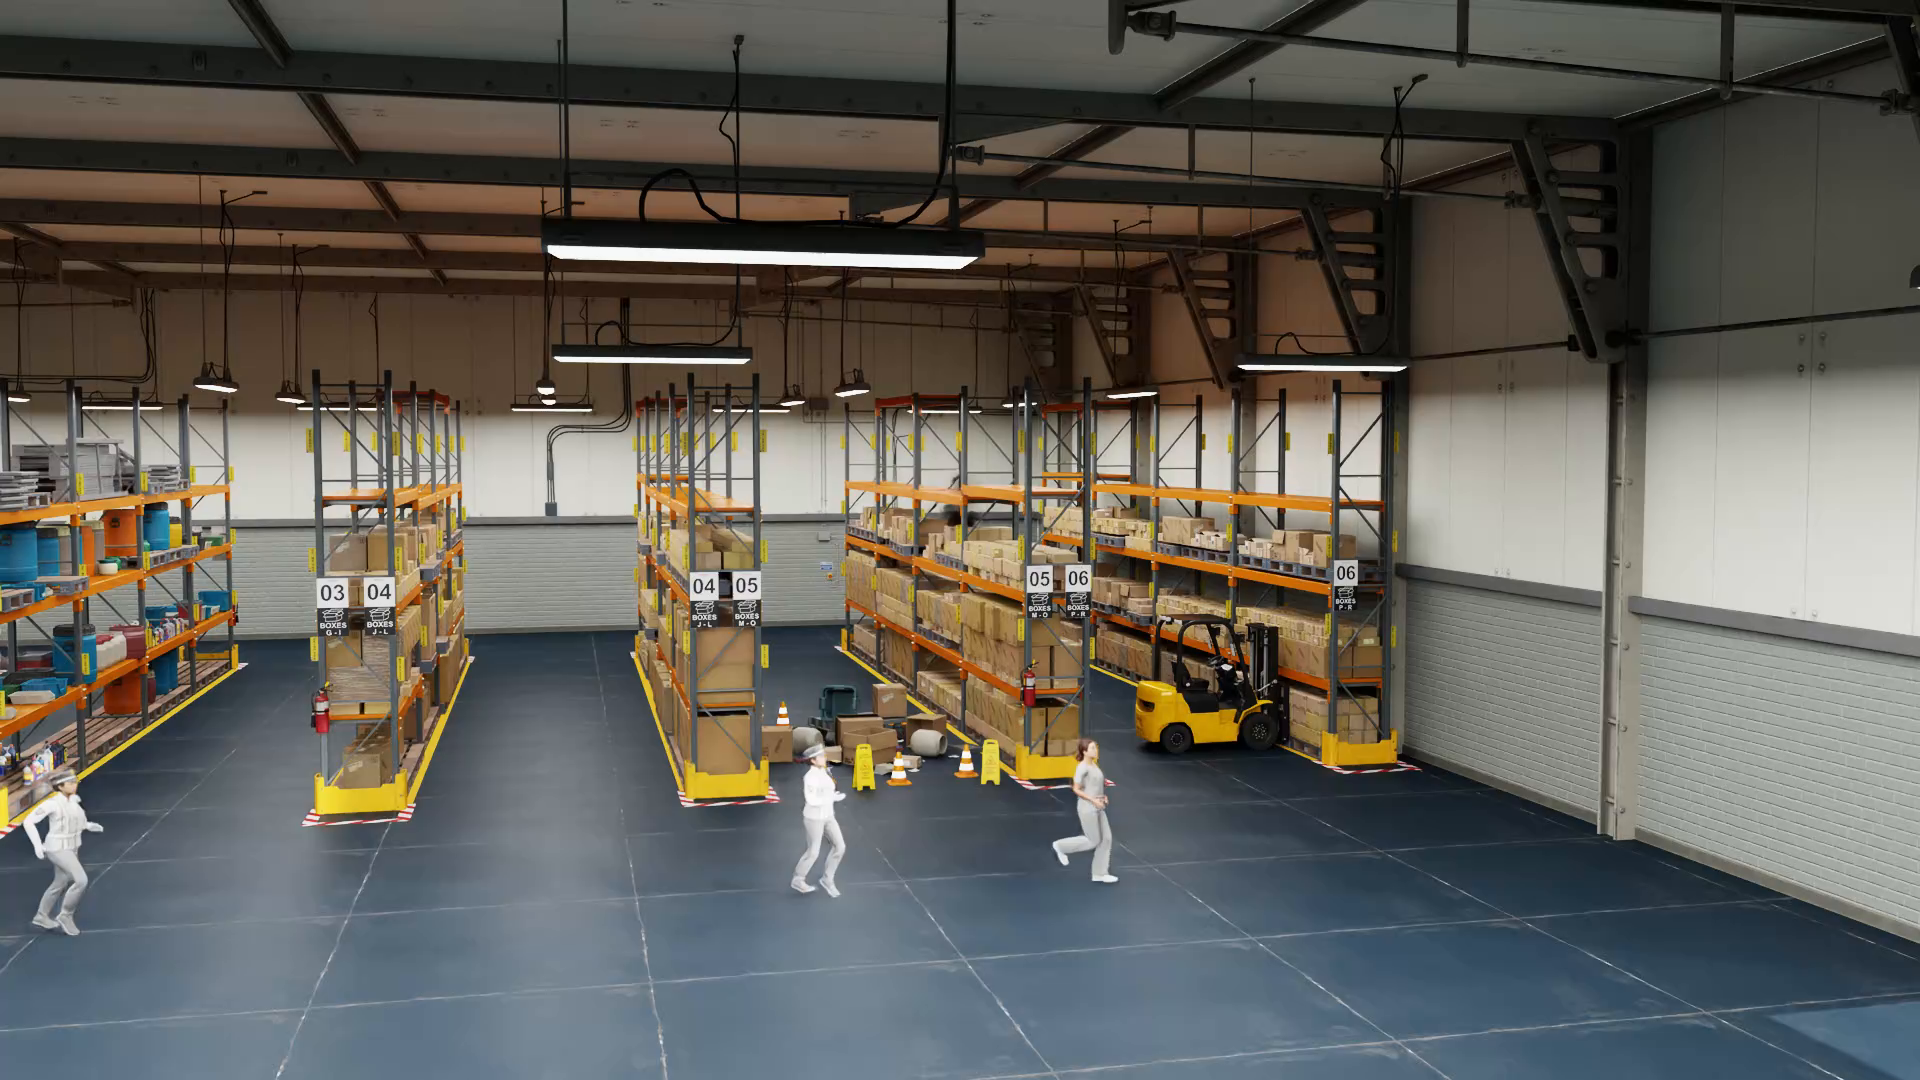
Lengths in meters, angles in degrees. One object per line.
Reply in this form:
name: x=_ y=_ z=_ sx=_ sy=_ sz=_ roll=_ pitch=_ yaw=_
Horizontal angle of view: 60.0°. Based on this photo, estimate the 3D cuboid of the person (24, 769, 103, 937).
person: x=-9.118 y=3.182 z=16.958 sx=0.771 sy=1.714 sz=0.572 roll=0 pitch=3 yaw=3

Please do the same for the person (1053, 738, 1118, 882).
person: x=1.462 y=3.084 z=19.068 sx=0.776 sy=1.637 sz=0.565 roll=2 pitch=4 yaw=26

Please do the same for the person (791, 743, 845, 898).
person: x=-1.542 y=3.099 z=18.348 sx=0.684 sy=1.734 sz=0.592 roll=1 pitch=4 yaw=22
